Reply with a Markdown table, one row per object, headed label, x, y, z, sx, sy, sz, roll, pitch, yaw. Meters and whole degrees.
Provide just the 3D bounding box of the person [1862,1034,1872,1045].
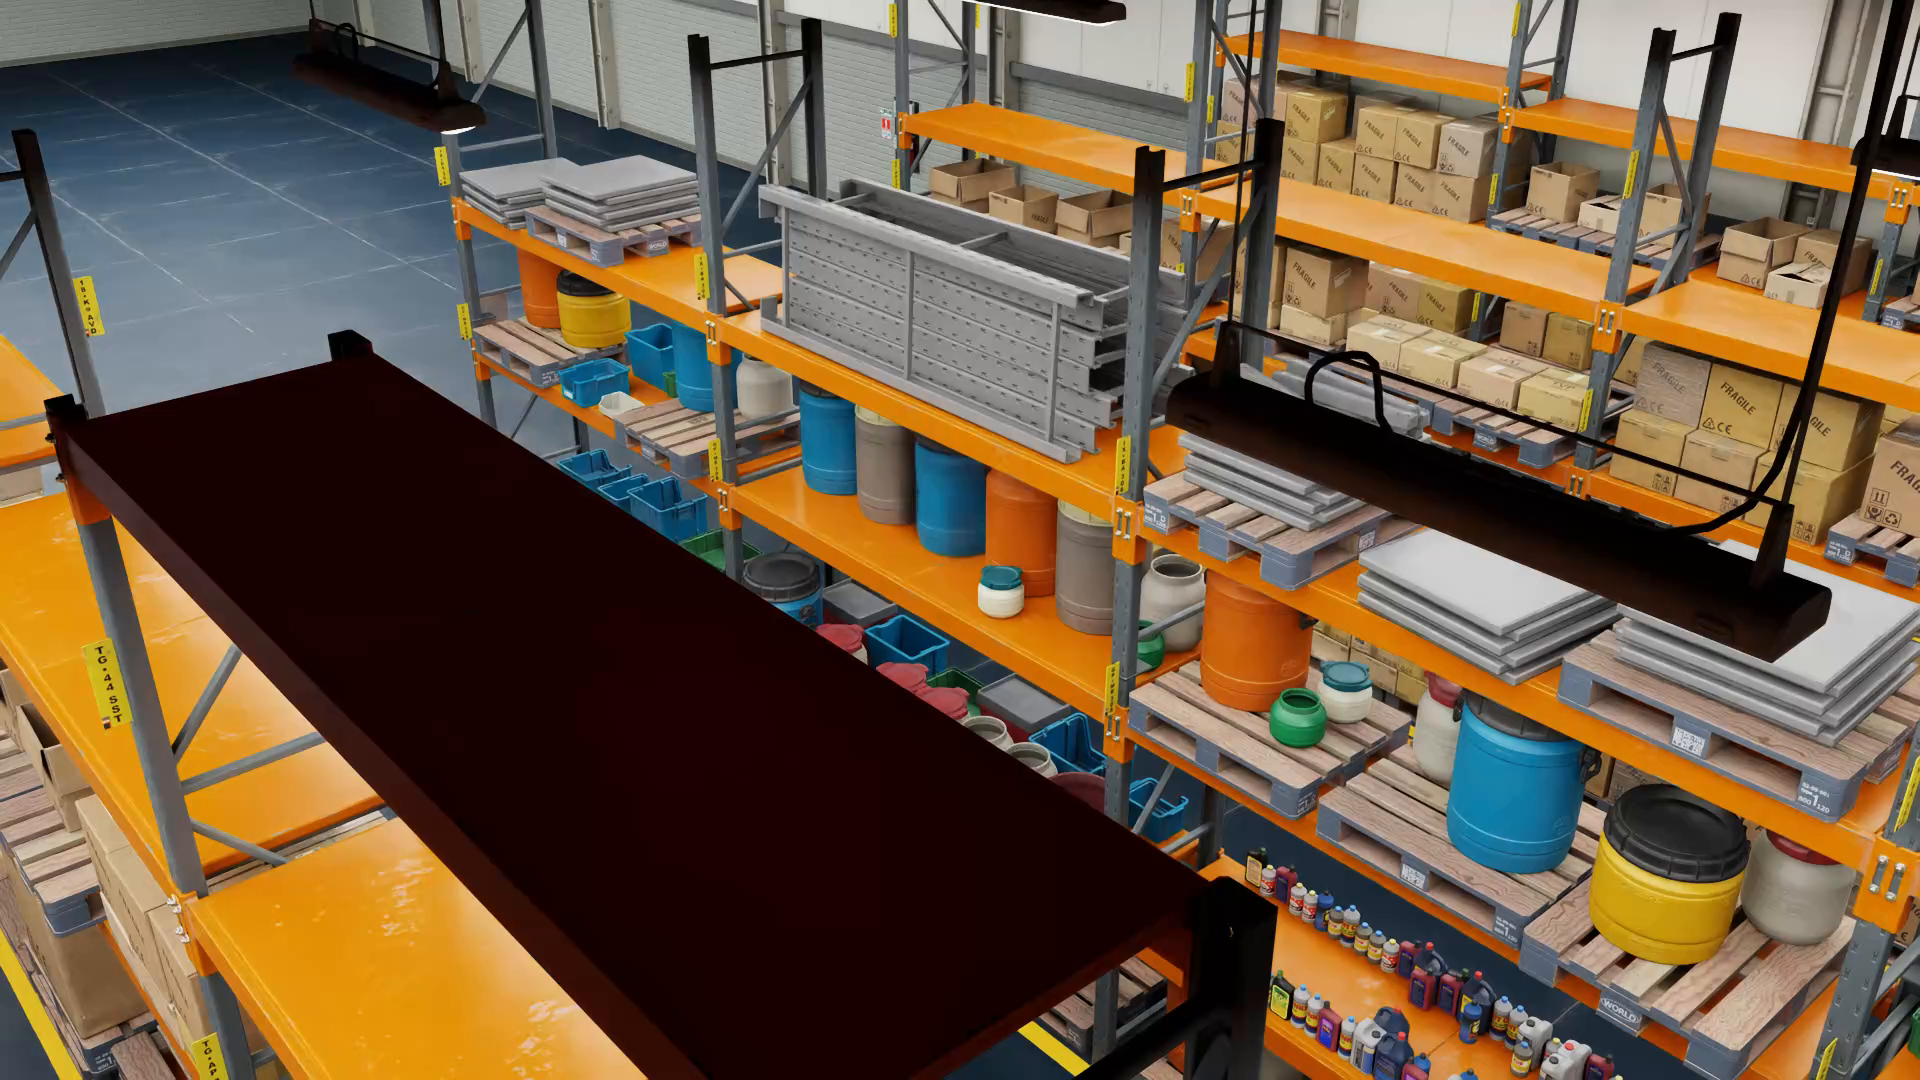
| label | x | y | z | sx | sy | sz | roll | pitch | yaw |
| --- | --- | --- | --- | --- | --- | --- | --- | --- | --- |
| person | 5.396 | 3.070 | 9.597 | 0.594 | 1.731 | 1.098 | -24 | 35 | -38 |
